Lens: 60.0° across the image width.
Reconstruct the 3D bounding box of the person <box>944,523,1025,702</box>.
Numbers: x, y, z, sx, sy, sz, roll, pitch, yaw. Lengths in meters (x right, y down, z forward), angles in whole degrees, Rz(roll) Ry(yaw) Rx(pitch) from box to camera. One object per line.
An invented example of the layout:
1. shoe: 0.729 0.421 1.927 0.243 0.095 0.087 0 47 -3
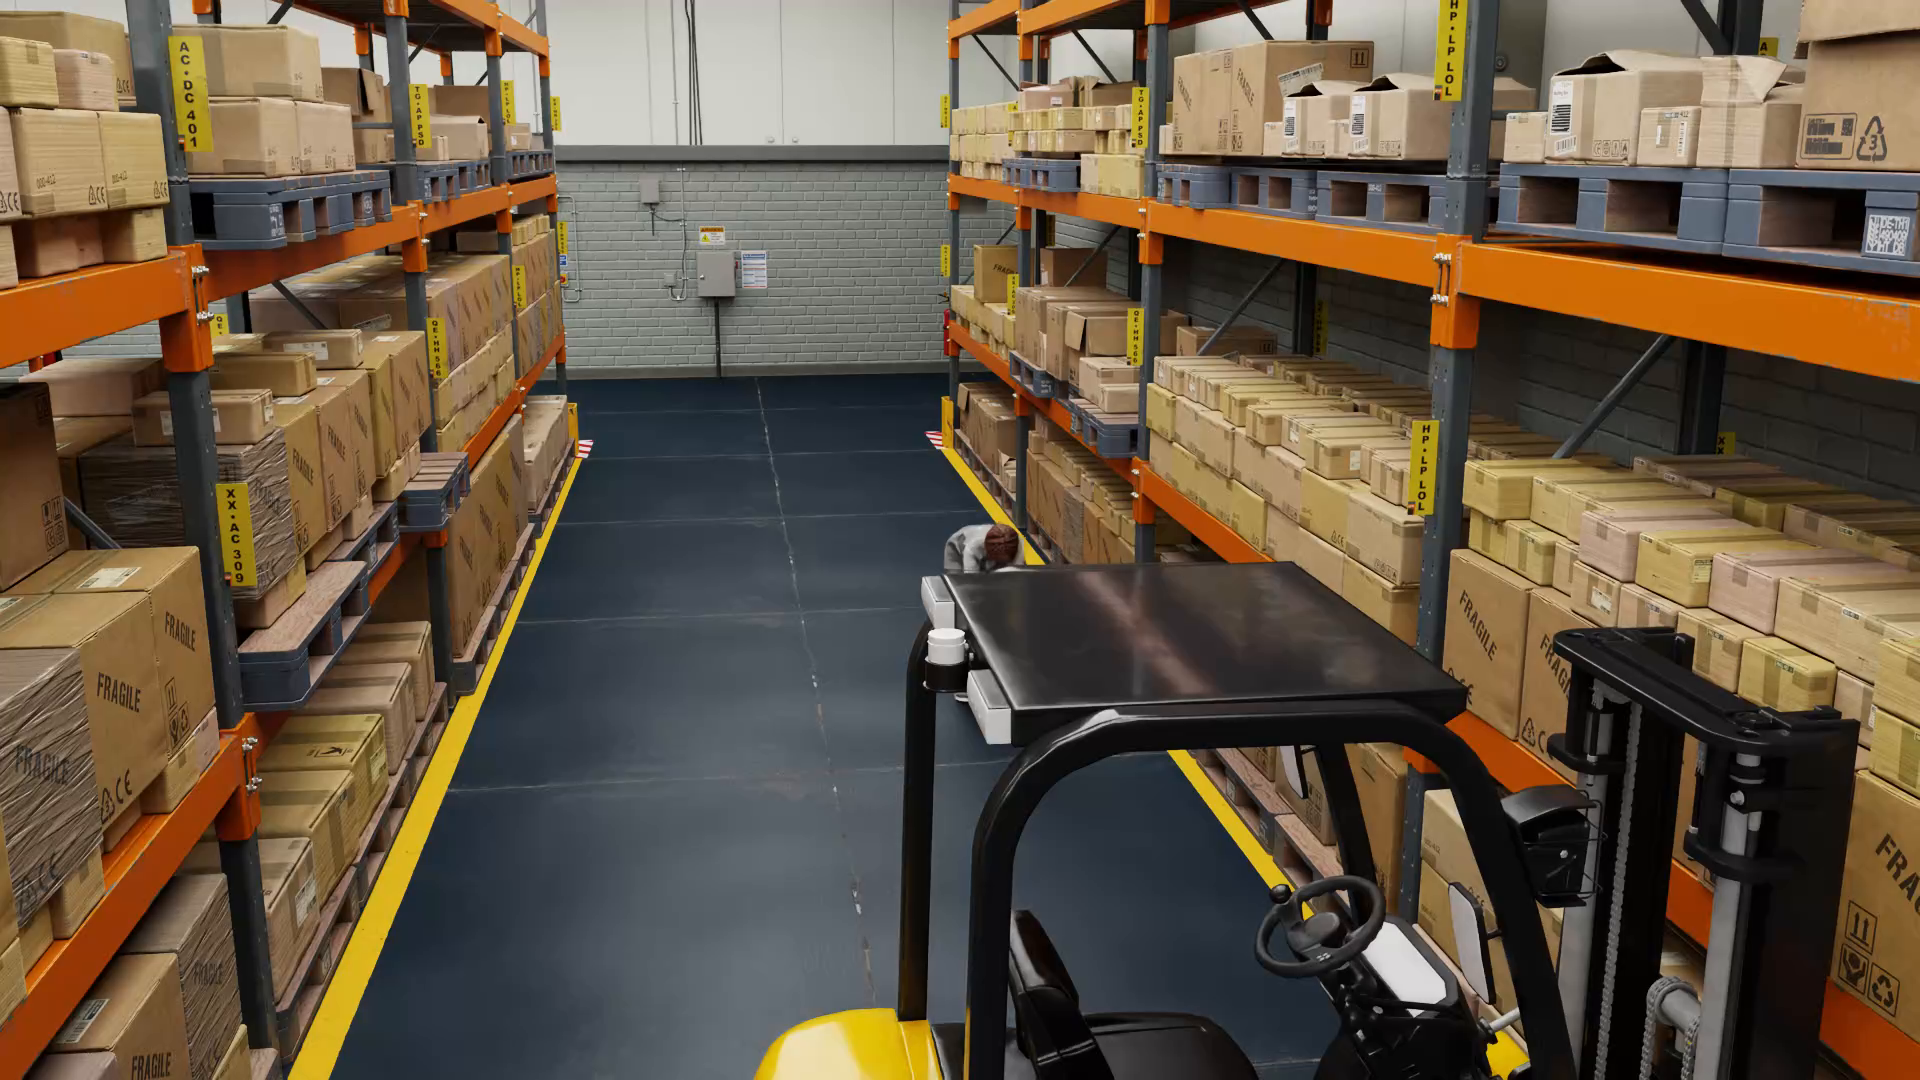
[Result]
1. person: 0.150 0.396 9.389 0.398 1.116 0.841 -4 14 -15
